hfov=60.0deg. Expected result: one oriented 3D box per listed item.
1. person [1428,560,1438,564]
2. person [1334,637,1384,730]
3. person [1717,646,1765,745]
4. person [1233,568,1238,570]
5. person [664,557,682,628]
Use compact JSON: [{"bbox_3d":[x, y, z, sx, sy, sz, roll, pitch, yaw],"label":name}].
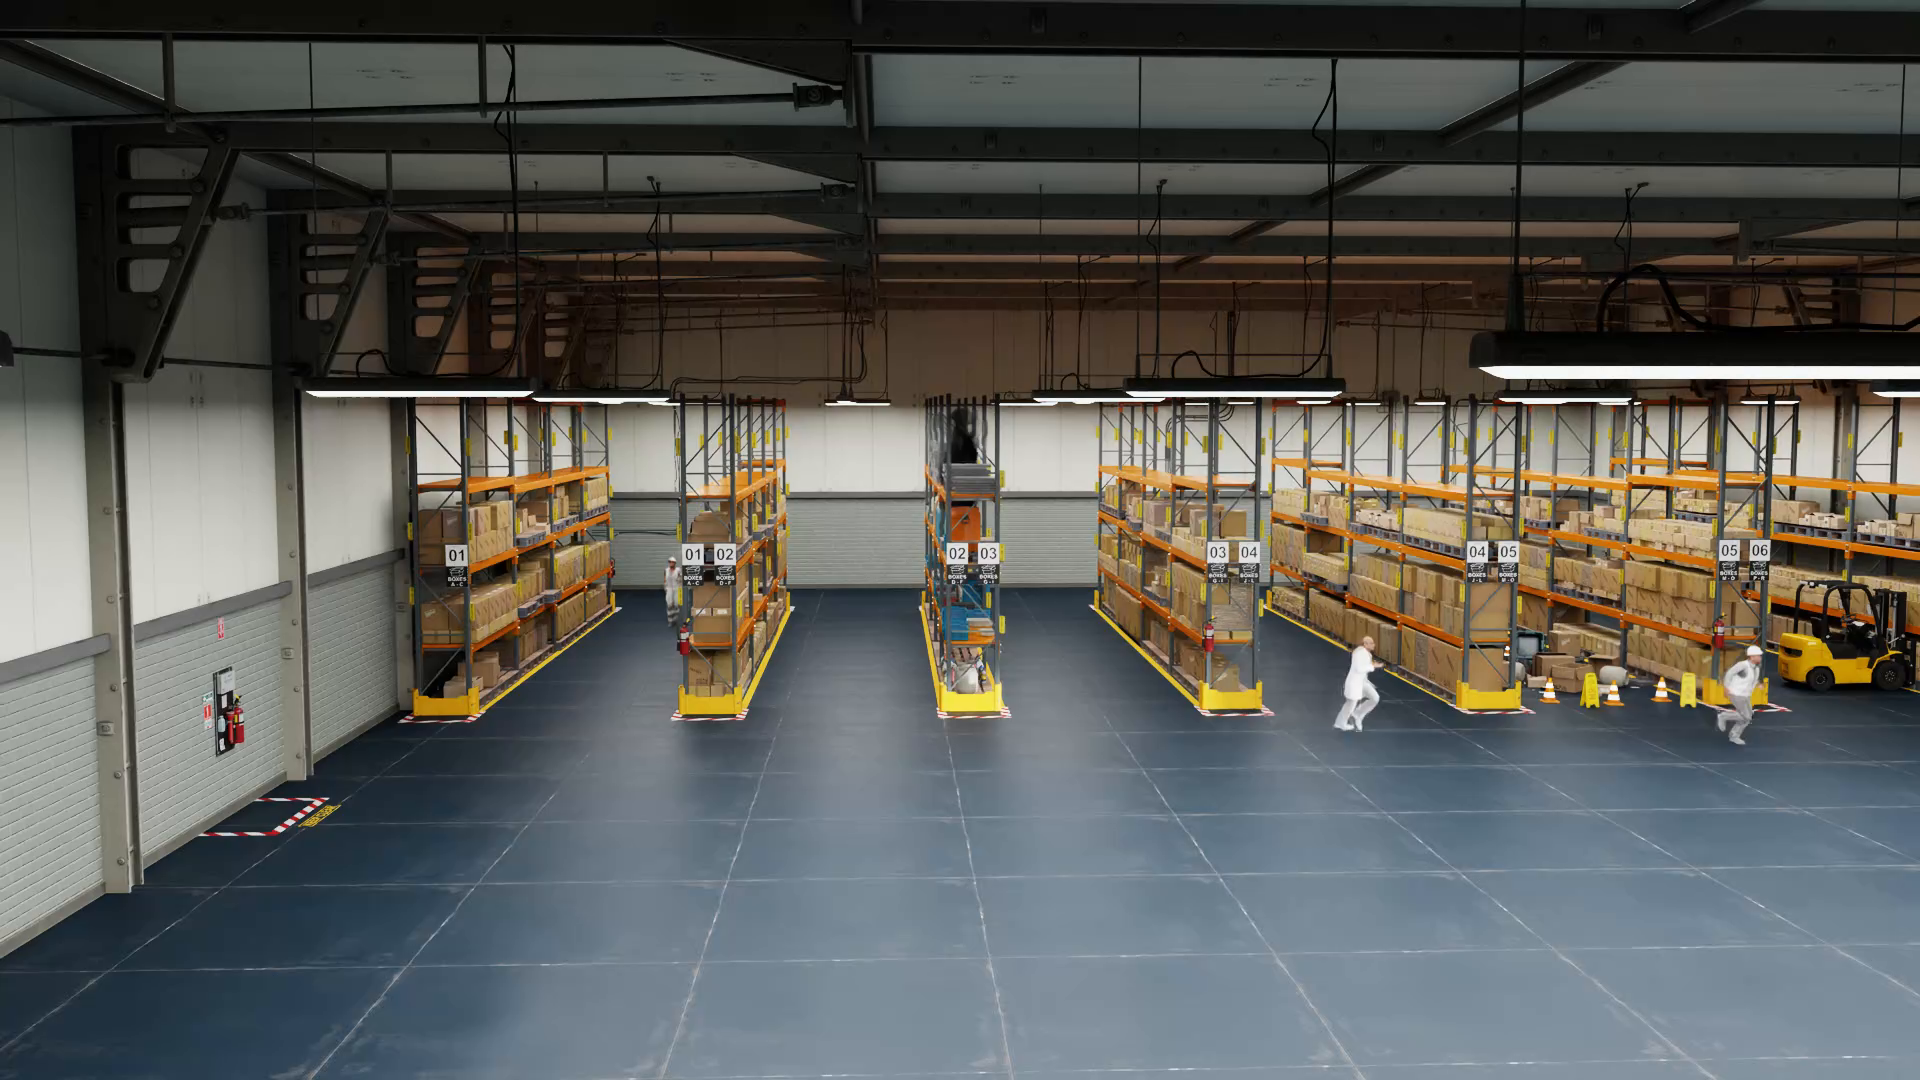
[{"bbox_3d":[14.566,0.854,51.095,0.750,1.725,0.533,-2,5,-23],"label":"person"},{"bbox_3d":[7.038,2.534,29.292,0.934,1.700,0.681,4,6,40],"label":"person"},{"bbox_3d":[13.372,2.643,28.460,0.649,1.706,0.739,-4,6,-41],"label":"person"},{"bbox_3d":[7.051,1.508,42.895,0.563,1.655,0.534,-1,5,-11],"label":"person"},{"bbox_3d":[-7.535,1.374,43.881,0.619,1.850,0.799,0,5,-1],"label":"person"}]
